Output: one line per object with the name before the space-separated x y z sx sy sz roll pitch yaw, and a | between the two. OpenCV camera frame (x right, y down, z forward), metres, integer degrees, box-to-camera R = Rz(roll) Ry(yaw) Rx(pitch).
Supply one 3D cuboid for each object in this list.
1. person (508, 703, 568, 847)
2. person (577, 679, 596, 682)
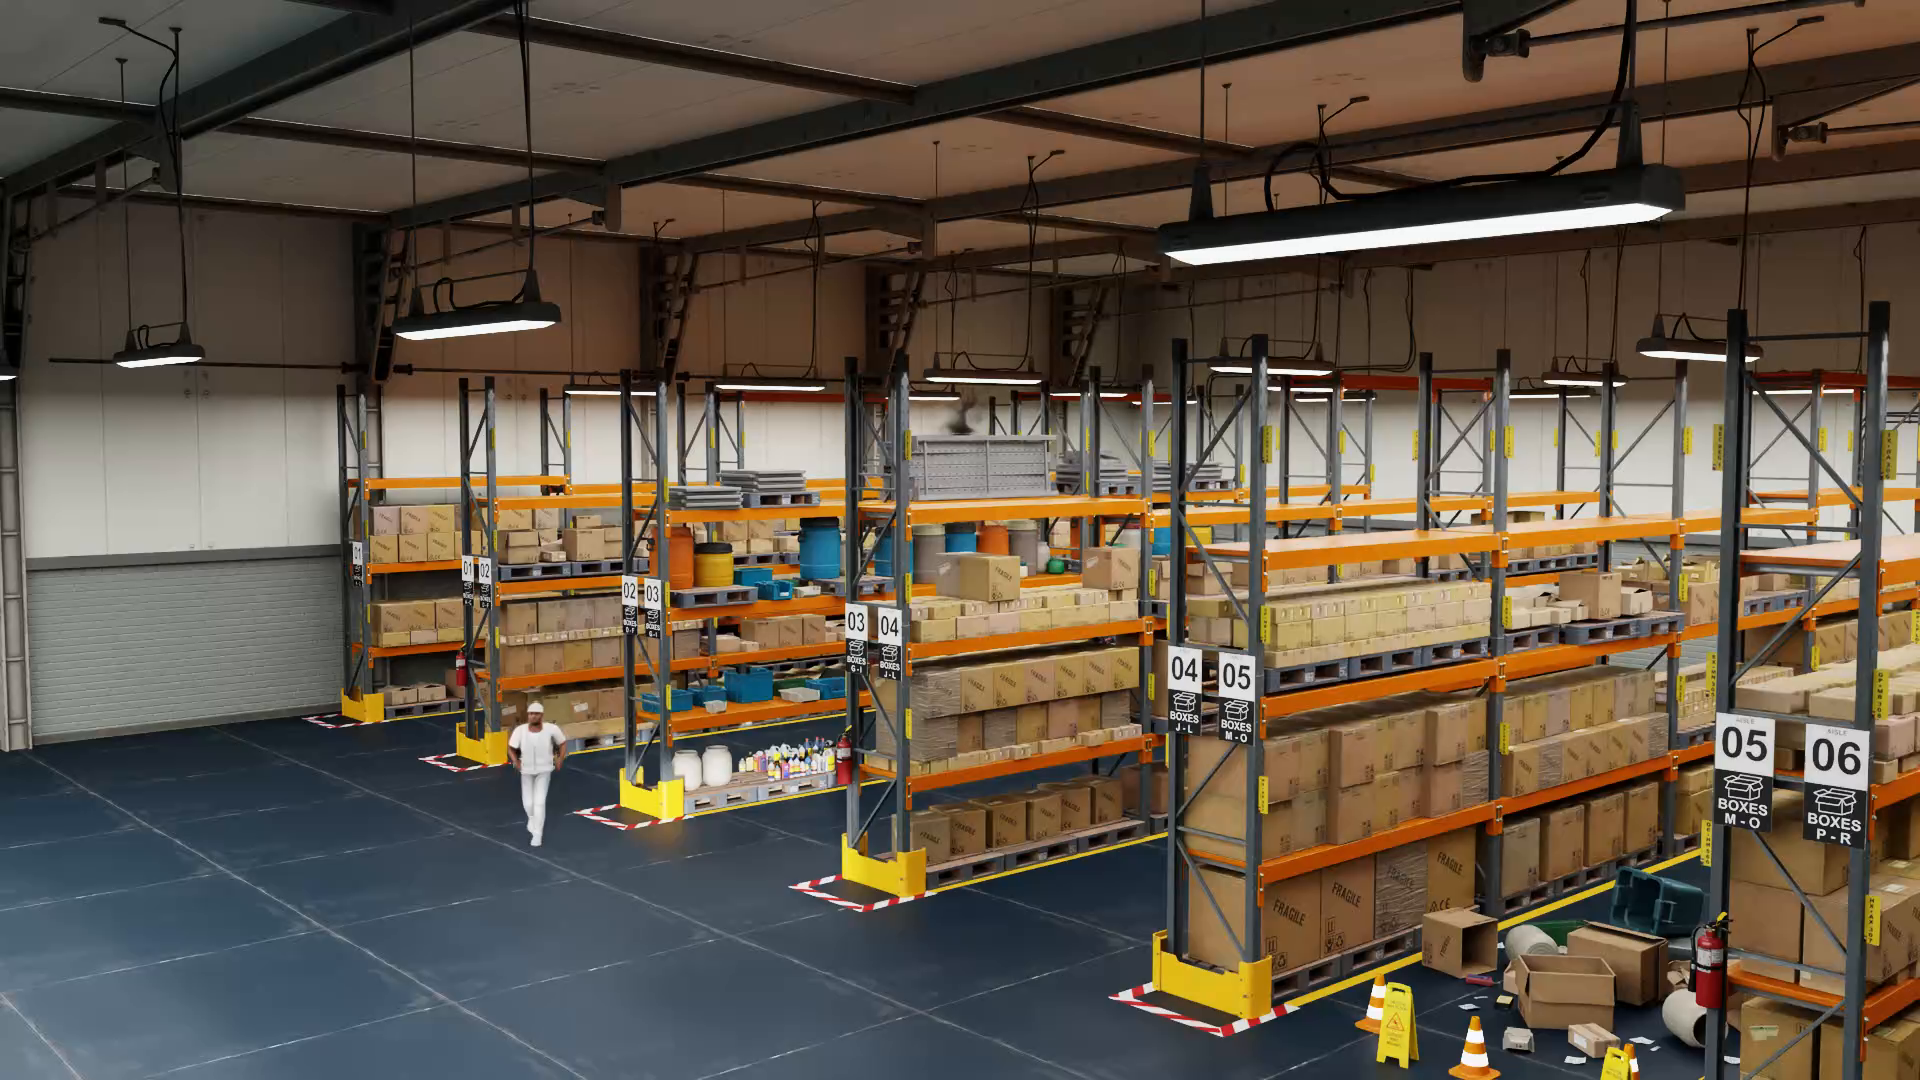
person | -5.328 2.917 20.975 0.726 1.761 0.782 0 4 -6
person | -6.547 2.434 29.324 0.693 1.683 0.569 -4 5 -44
